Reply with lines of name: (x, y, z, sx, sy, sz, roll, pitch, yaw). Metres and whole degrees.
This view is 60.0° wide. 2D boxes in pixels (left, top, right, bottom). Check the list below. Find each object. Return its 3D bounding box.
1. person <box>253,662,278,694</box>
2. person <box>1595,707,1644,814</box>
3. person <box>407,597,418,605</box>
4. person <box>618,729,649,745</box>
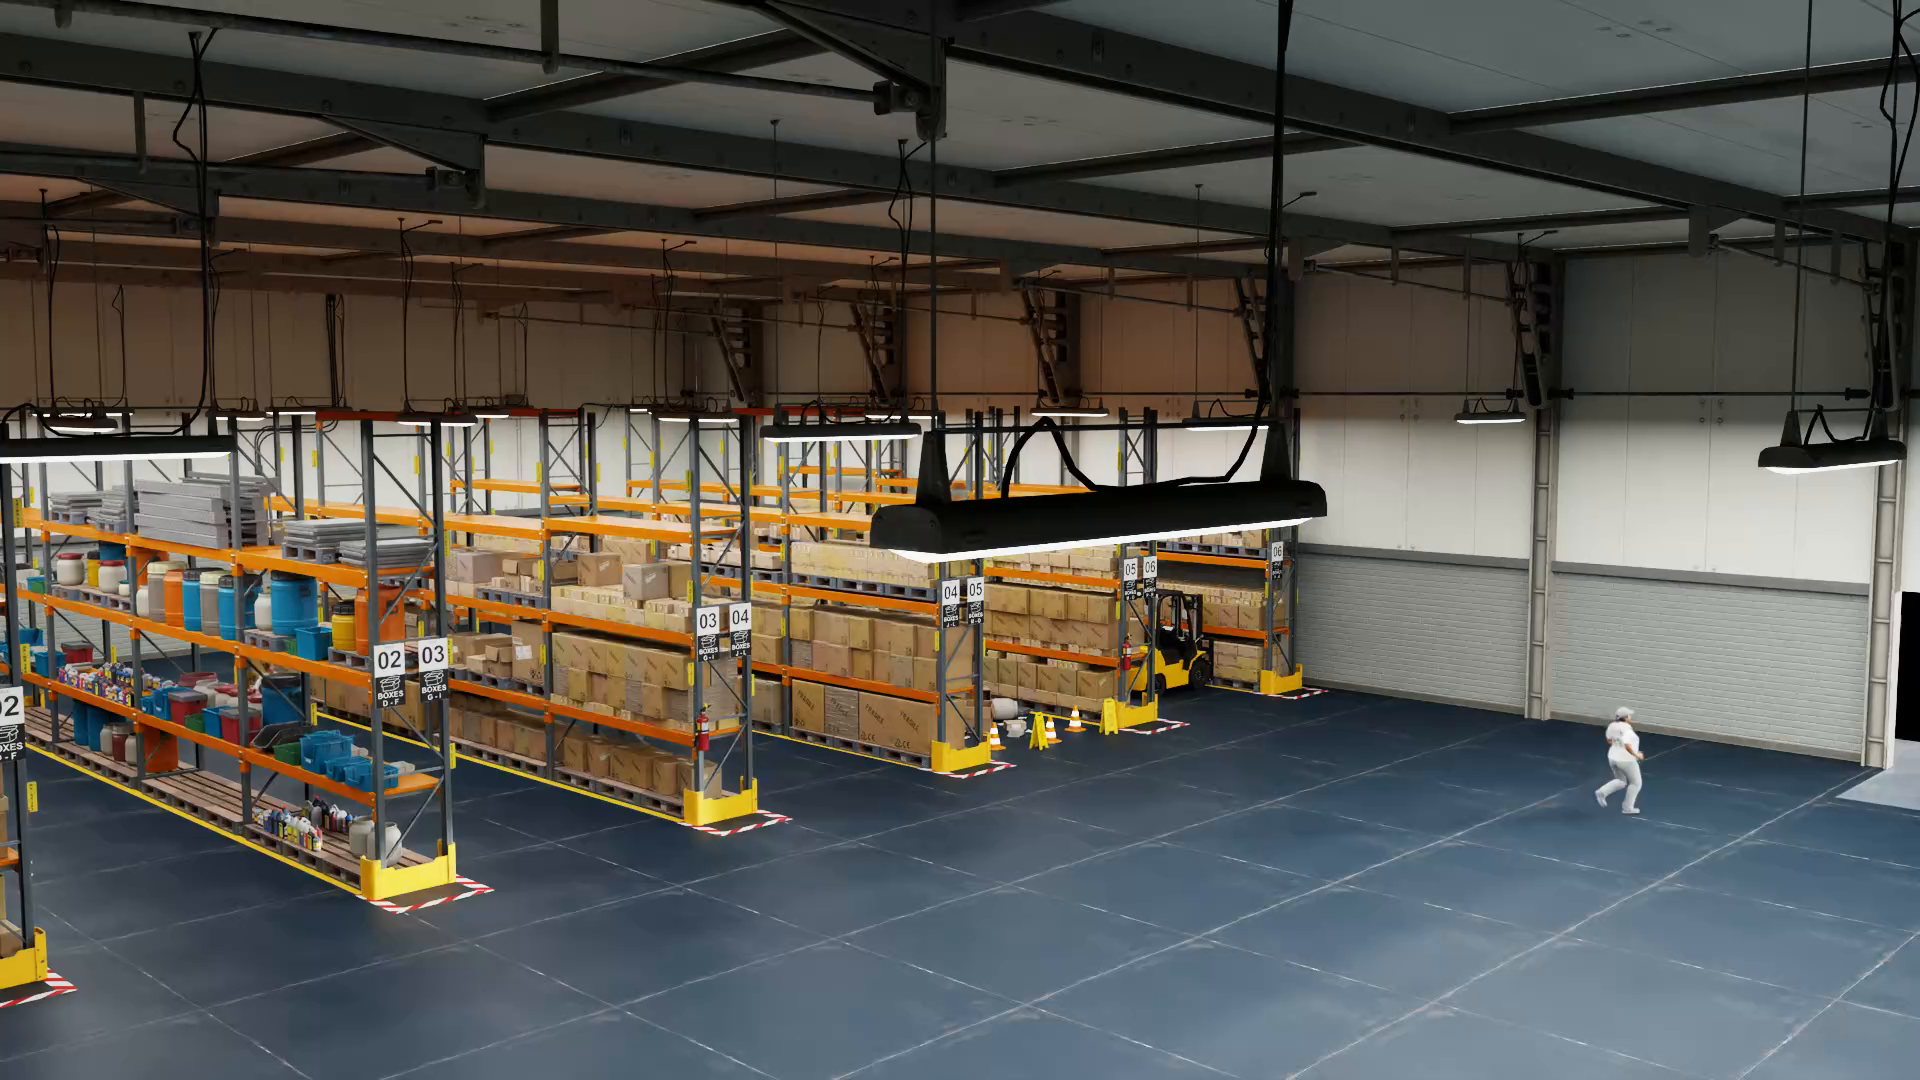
person: (-12.339, 2.919, 29.758, 0.743, 1.555, 0.546, 3, 6, 32)
person: (9.938, 3.312, 24.967, 0.645, 1.619, 0.611, -1, 5, -14)
person: (-12.459, 2.138, 37.757, 0.690, 1.730, 0.628, -2, 5, -21)
person: (-5.865, 2.831, 29.929, 0.653, 1.715, 0.690, 3, 6, 33)
